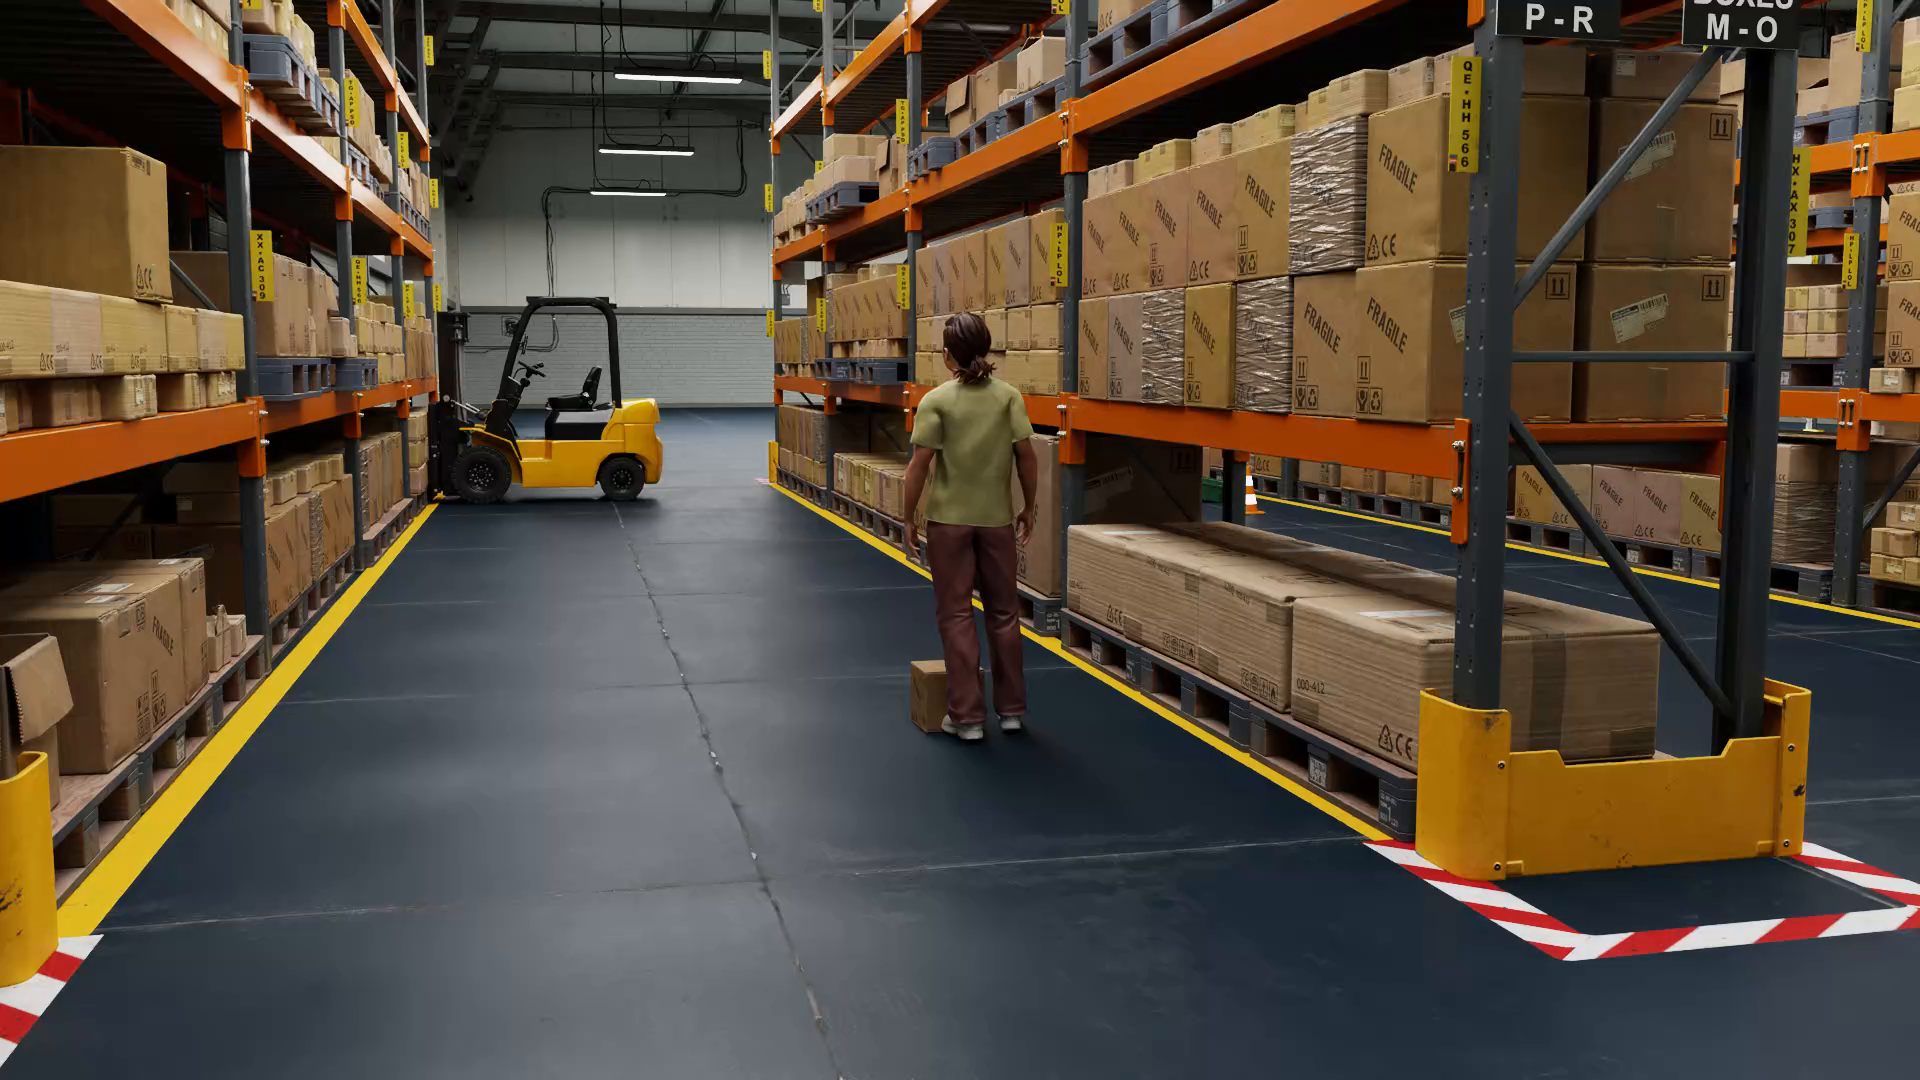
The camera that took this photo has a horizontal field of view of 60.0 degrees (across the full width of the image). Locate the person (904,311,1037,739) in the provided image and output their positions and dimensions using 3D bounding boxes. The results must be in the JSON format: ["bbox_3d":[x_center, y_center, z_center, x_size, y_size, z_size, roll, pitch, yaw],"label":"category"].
[{"bbox_3d":[0.030,-0.055,6.567,0.554,1.676,0.549,-2,6,-14],"label":"person"}]
